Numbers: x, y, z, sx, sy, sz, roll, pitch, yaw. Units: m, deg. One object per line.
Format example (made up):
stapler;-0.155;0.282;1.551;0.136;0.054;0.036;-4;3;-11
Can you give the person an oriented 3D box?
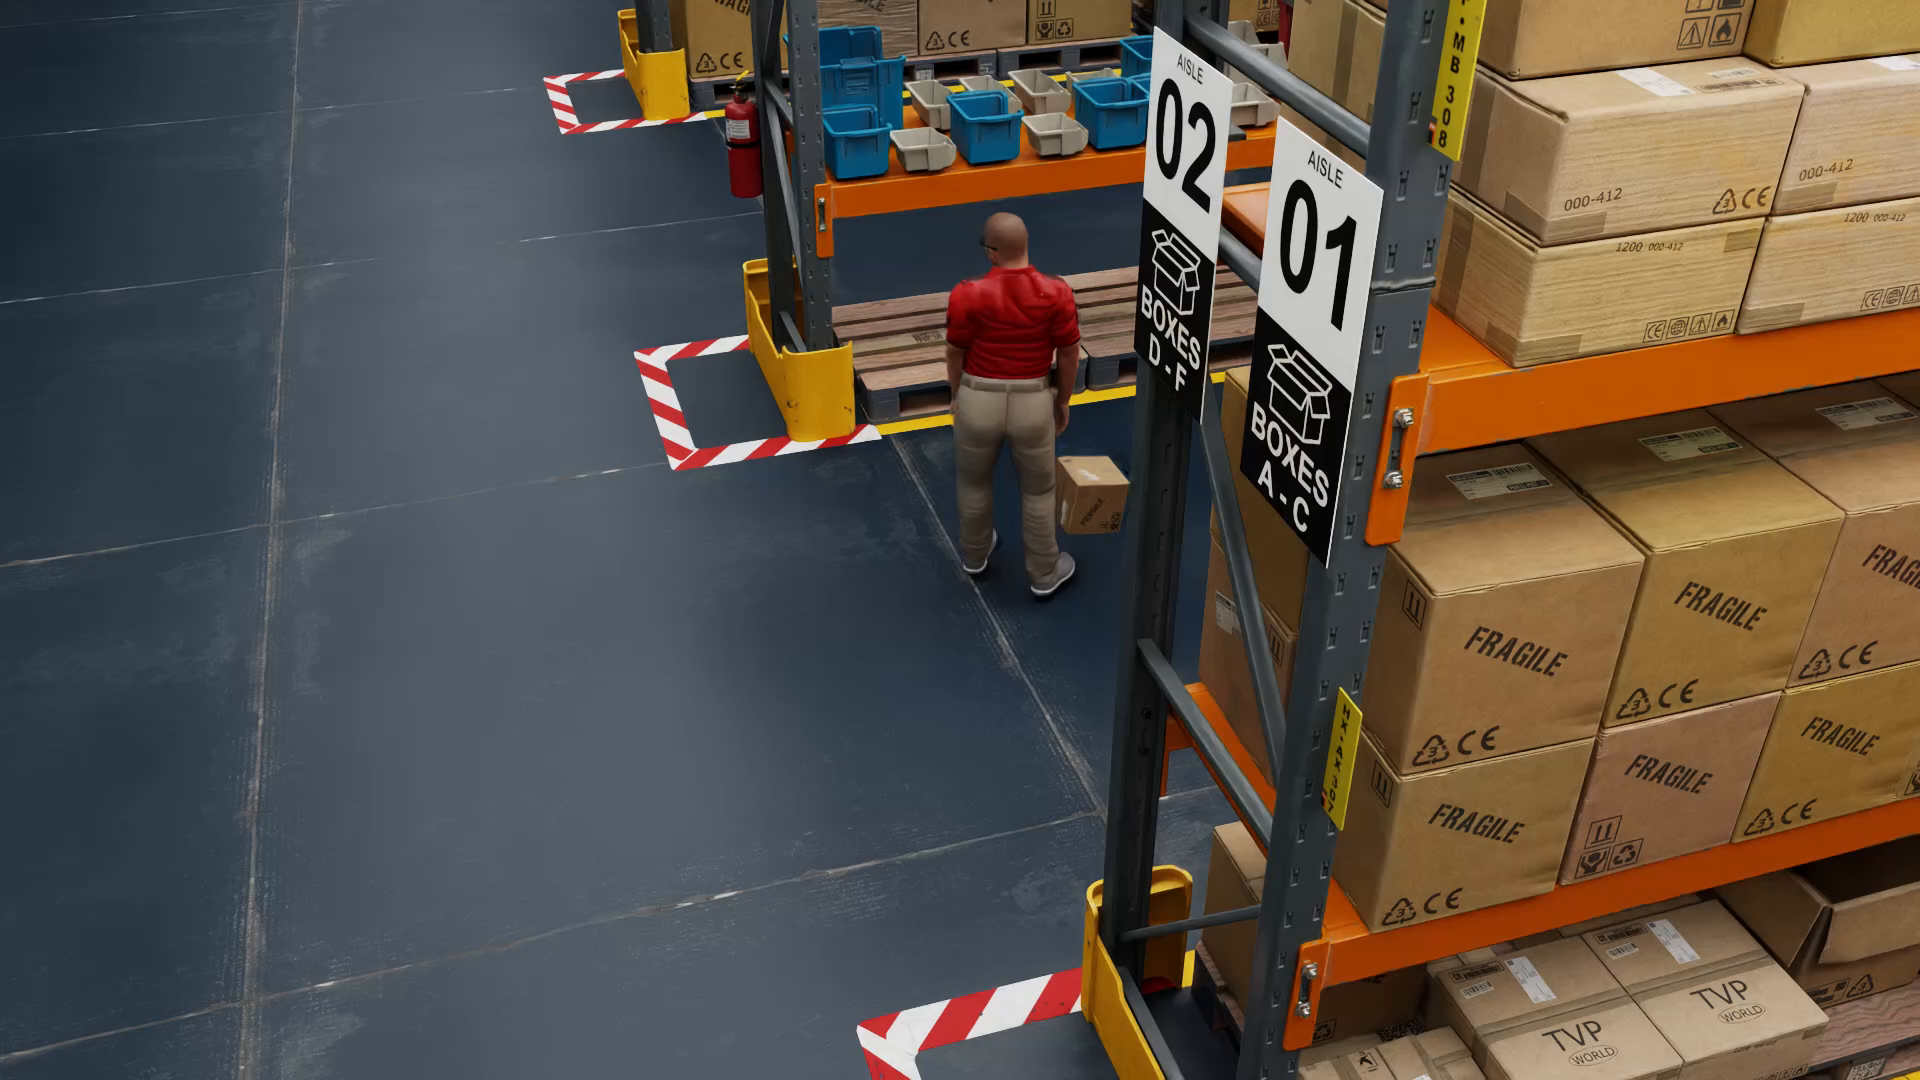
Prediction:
person;0.224;-0.588;6.997;0.580;1.735;0.514;-2;34;-3
